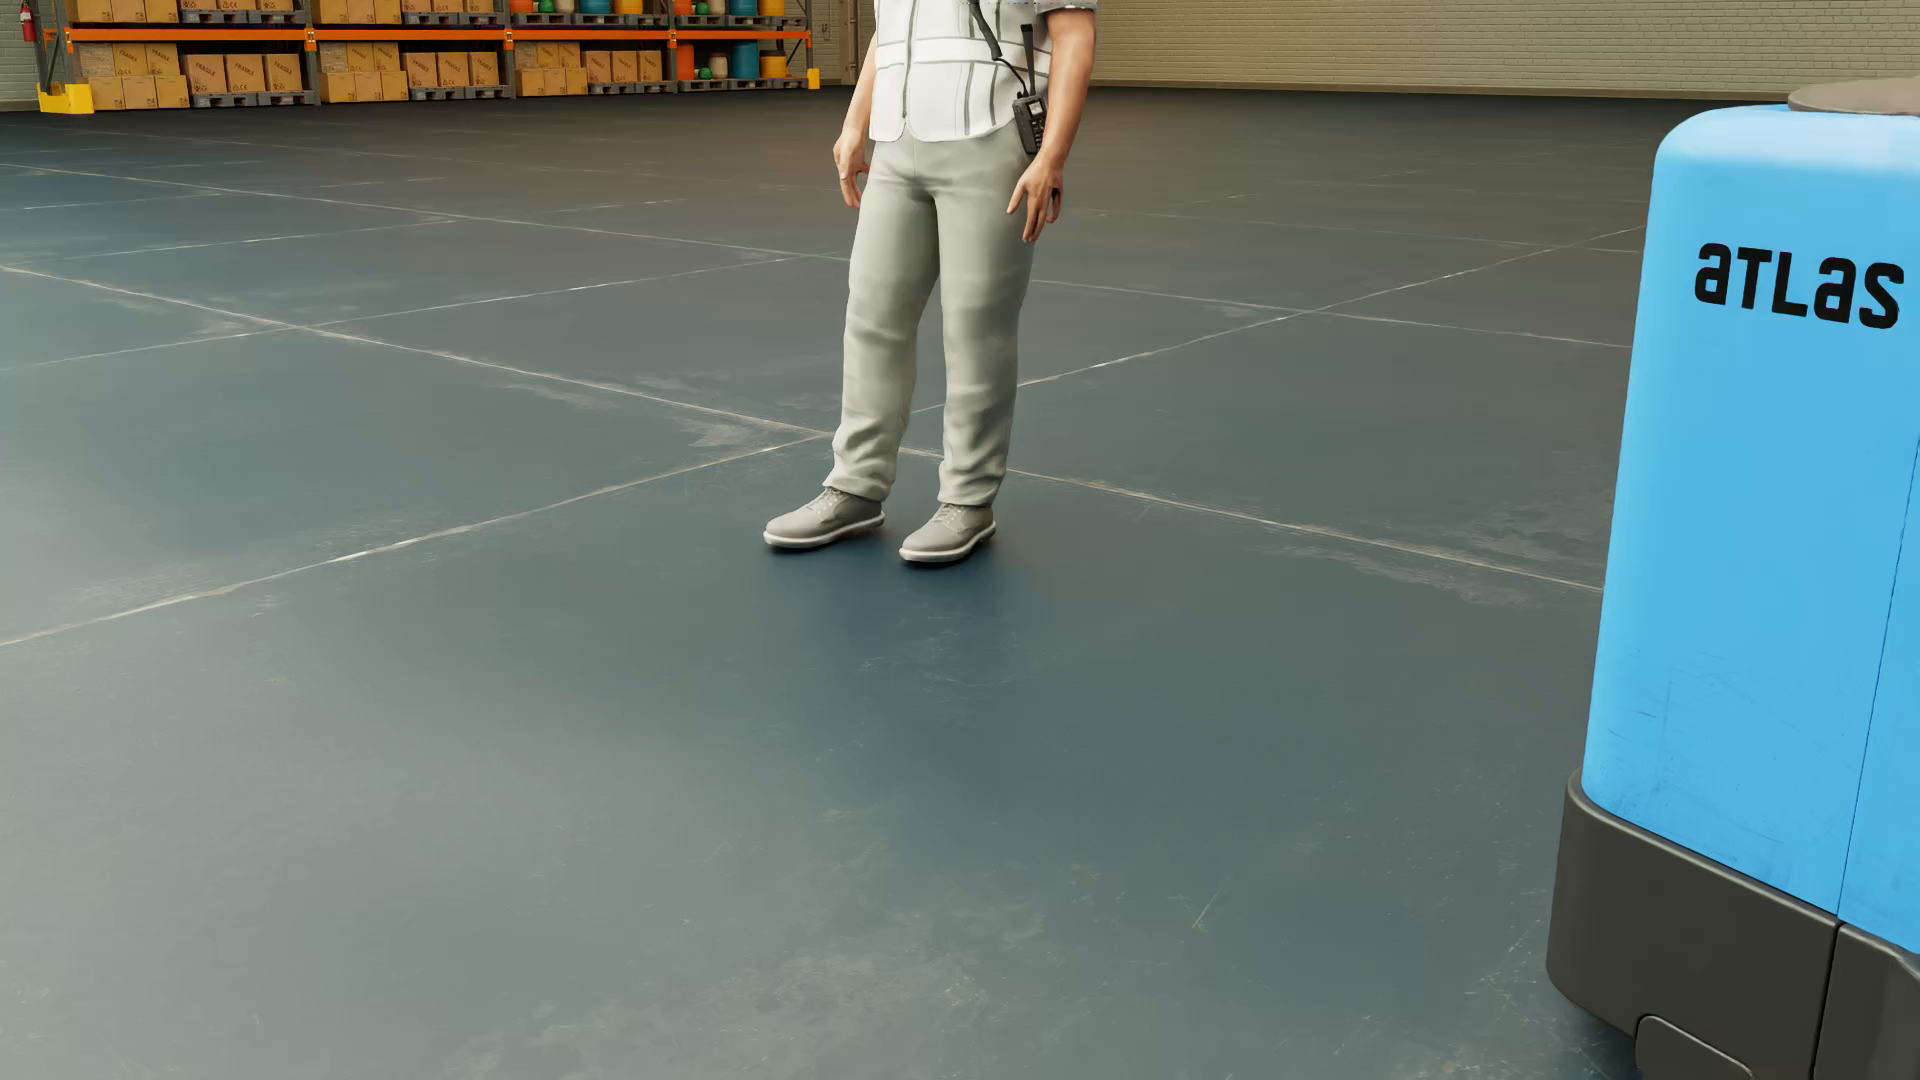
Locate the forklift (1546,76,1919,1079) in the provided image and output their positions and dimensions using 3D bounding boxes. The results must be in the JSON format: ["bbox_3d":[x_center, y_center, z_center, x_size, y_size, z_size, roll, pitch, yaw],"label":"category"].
[{"bbox_3d":[1.899,-0.525,0.627,1.130,2.935,3.031,-10,20,-30],"label":"forklift"}]

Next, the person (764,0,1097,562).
[{"bbox_3d":[-0.058,-0.845,3.630,0.641,1.781,0.574,13,21,37],"label":"person"}]
